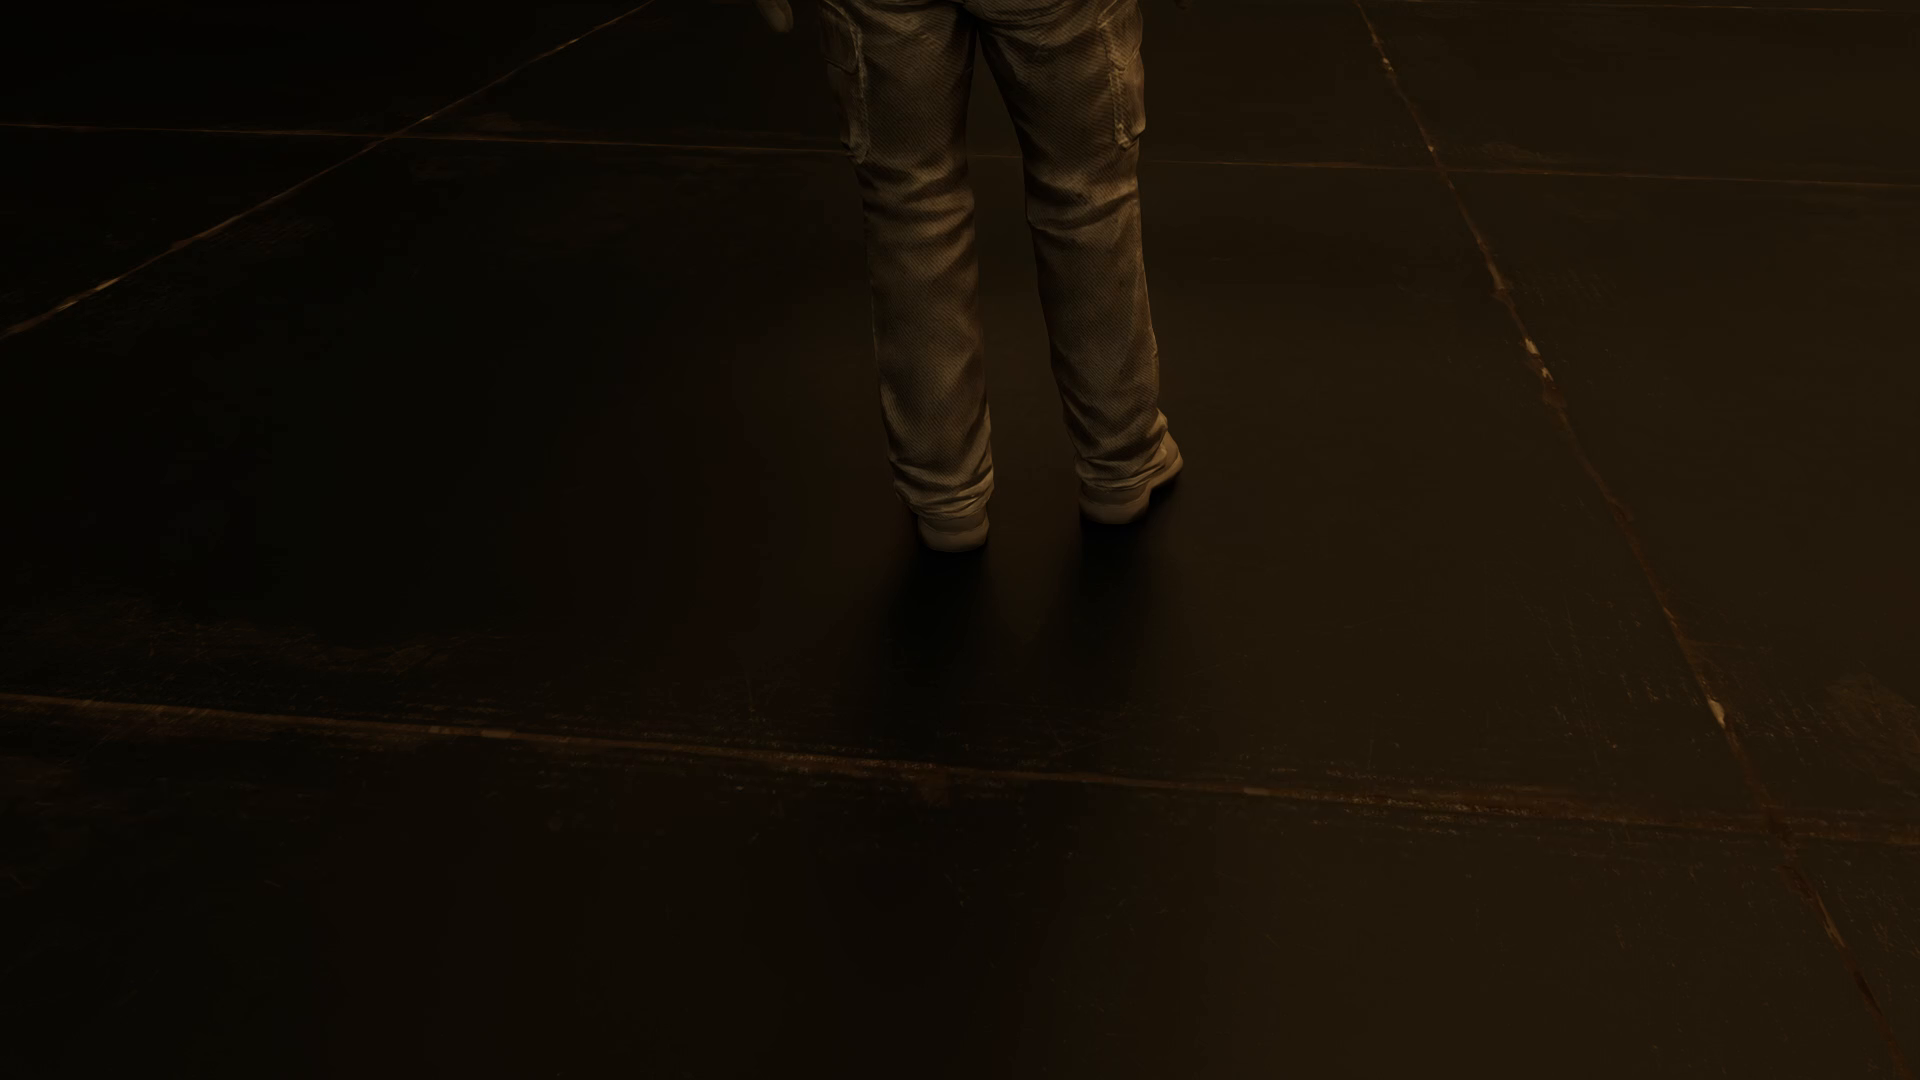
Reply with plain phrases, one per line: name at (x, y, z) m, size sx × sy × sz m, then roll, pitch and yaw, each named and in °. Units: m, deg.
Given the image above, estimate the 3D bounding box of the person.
person at (0.018, -0.834, 2.163) m, size 0.657 × 1.779 × 0.575 m, roll 3°, pitch 27°, yaw 7°
